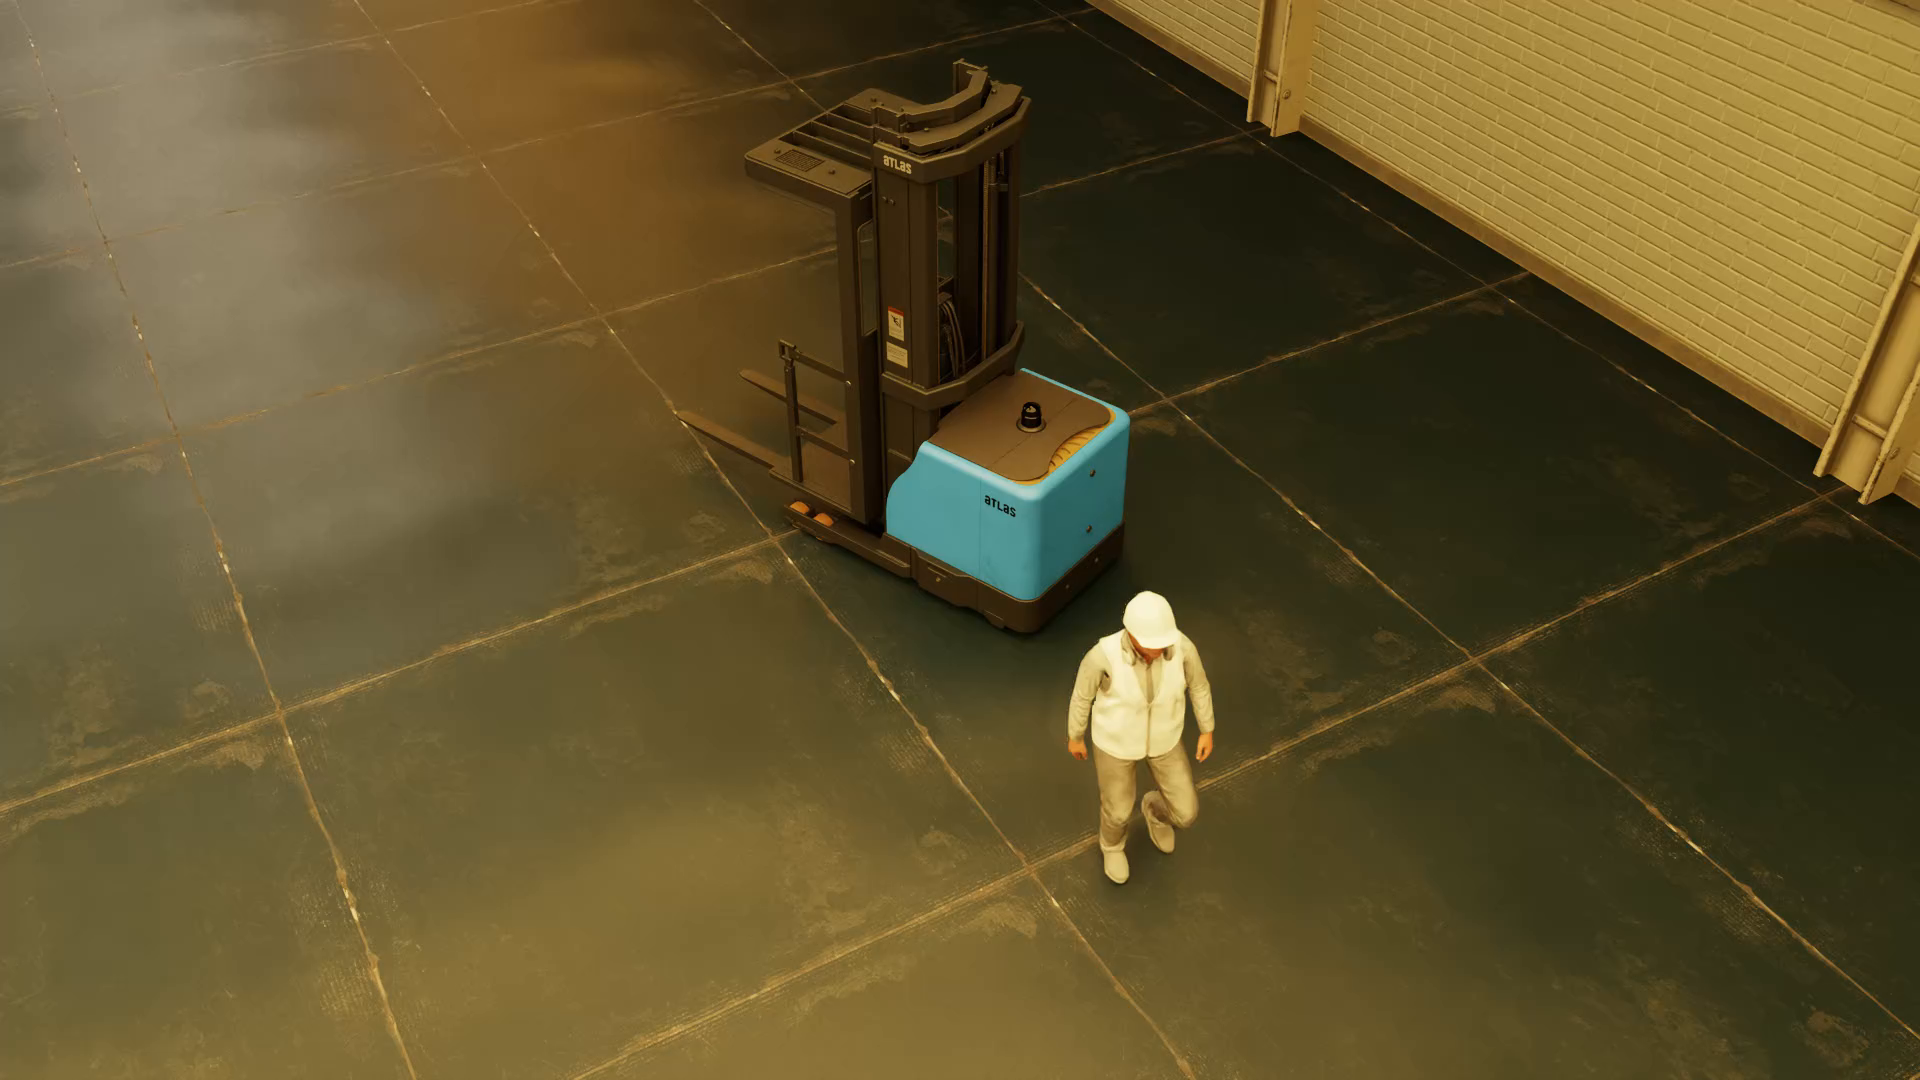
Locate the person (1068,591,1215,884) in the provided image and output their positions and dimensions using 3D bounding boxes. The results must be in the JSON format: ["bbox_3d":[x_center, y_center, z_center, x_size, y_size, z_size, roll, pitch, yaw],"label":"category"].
[{"bbox_3d":[0.863,0.950,7.813,0.674,1.753,0.468,-8,40,-9],"label":"person"}]

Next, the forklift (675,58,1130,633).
[{"bbox_3d":[-0.481,-1.366,9.683,3.031,2.935,1.130,26,46,28],"label":"forklift"}]
